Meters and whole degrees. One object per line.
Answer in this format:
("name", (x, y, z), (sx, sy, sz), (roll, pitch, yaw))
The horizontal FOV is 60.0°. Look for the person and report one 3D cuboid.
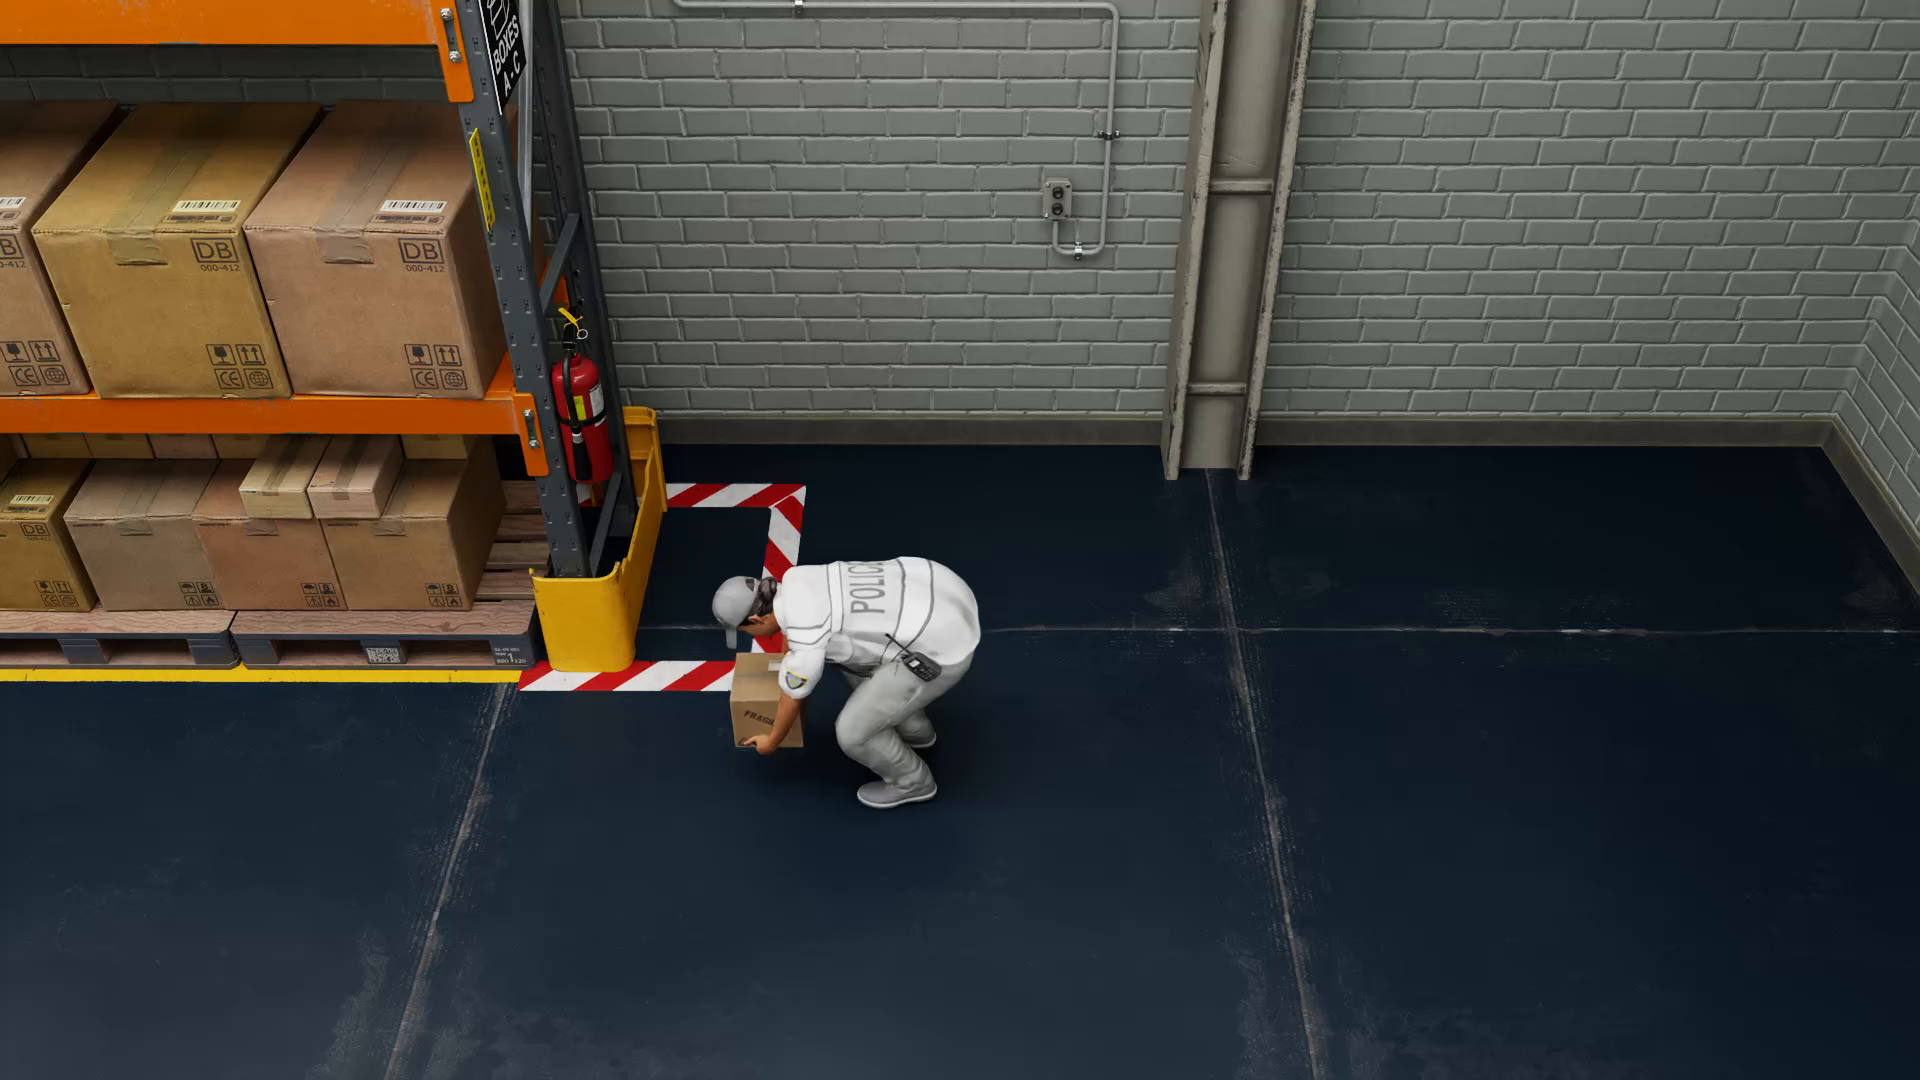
("person", (-0.409, 0.503, 6.074), (0.916, 0.999, 0.515), (-2, 40, -2))
